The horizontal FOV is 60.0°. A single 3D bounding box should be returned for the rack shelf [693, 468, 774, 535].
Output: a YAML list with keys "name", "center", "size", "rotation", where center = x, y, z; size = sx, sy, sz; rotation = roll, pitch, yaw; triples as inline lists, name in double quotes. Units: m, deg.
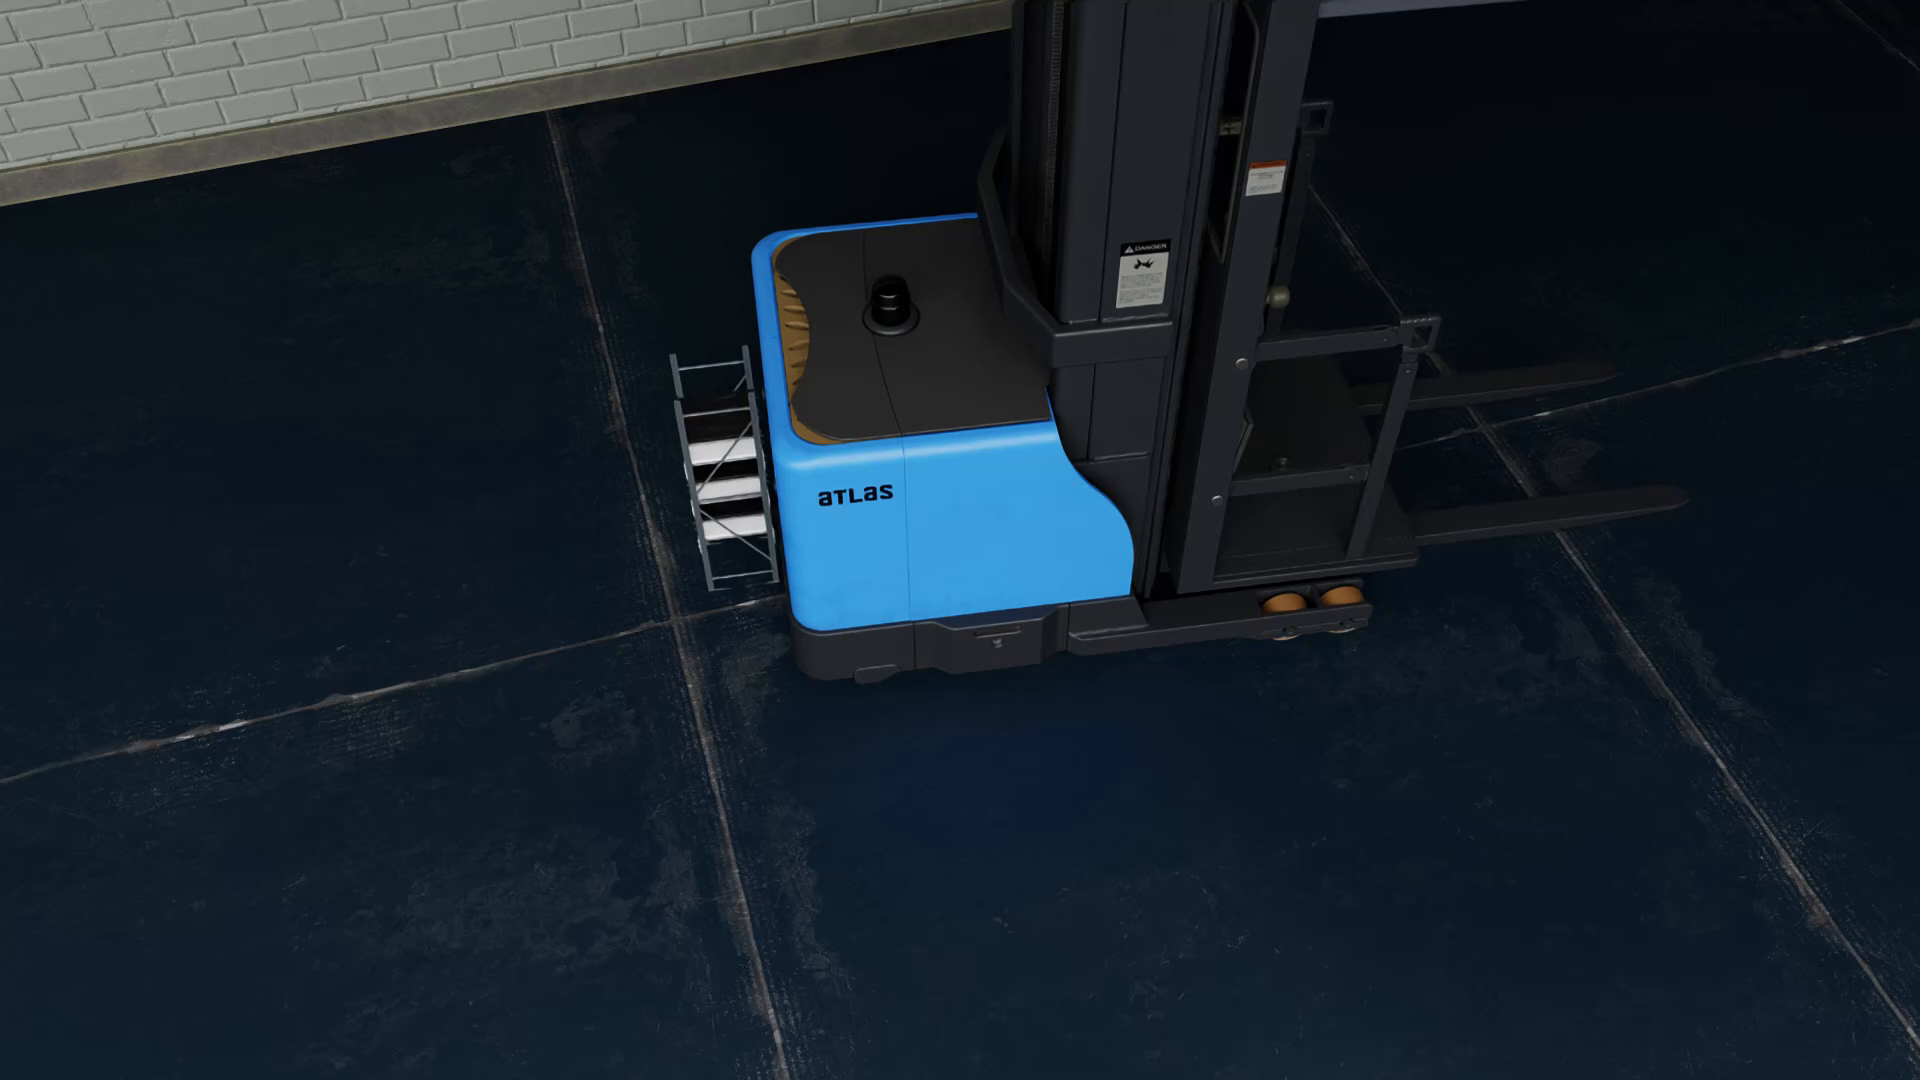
- name: "rack shelf"
  center: [-0.747, -0.131, 5.433]
  size: [0.258, 0.077, 0.200]
  rotation: [-8, 50, -6]

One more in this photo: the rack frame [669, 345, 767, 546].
- name: "rack frame"
  center: [-0.764, -0.287, 5.403]
  size: [0.240, 0.900, 0.006]
  rotation: [-8, 50, -6]

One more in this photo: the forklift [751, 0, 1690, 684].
- name: "forklift"
  center: [0.902, -1.011, 4.685]
  size: [3.031, 2.935, 1.130]
  rotation: [-7, 50, -6]

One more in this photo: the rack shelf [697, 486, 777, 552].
- name: "rack shelf"
  center: [-0.747, -0.073, 5.502]
  size: [0.258, 0.077, 0.200]
  rotation: [-8, 50, -6]

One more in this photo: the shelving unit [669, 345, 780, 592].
- name: "shelving unit"
  center: [-0.747, -0.210, 5.339]
  size: [0.258, 0.900, 0.210]
  rotation: [-8, 50, -6]

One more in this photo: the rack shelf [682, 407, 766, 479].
- name: "rack shelf"
  center: [-0.747, -0.305, 5.227]
  size: [0.258, 0.077, 0.200]
  rotation: [-8, 50, -6]

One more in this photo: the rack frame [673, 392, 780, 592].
- name: "rack frame"
  center: [-0.729, -0.134, 5.274]
  size: [0.240, 0.900, 0.006]
  rotation: [-8, 50, -6]

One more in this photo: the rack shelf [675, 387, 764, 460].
- name: "rack shelf"
  center: [-0.747, -0.363, 5.158]
  size: [0.258, 0.077, 0.200]
  rotation: [-8, 50, -6]

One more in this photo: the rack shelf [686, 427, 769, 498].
- name: "rack shelf"
  center: [-0.747, -0.247, 5.295]
  size: [0.258, 0.077, 0.200]
  rotation: [-8, 50, -6]

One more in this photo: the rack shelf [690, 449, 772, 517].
- name: "rack shelf"
  center: [-0.747, -0.189, 5.364]
  size: [0.258, 0.077, 0.200]
  rotation: [-8, 50, -6]
